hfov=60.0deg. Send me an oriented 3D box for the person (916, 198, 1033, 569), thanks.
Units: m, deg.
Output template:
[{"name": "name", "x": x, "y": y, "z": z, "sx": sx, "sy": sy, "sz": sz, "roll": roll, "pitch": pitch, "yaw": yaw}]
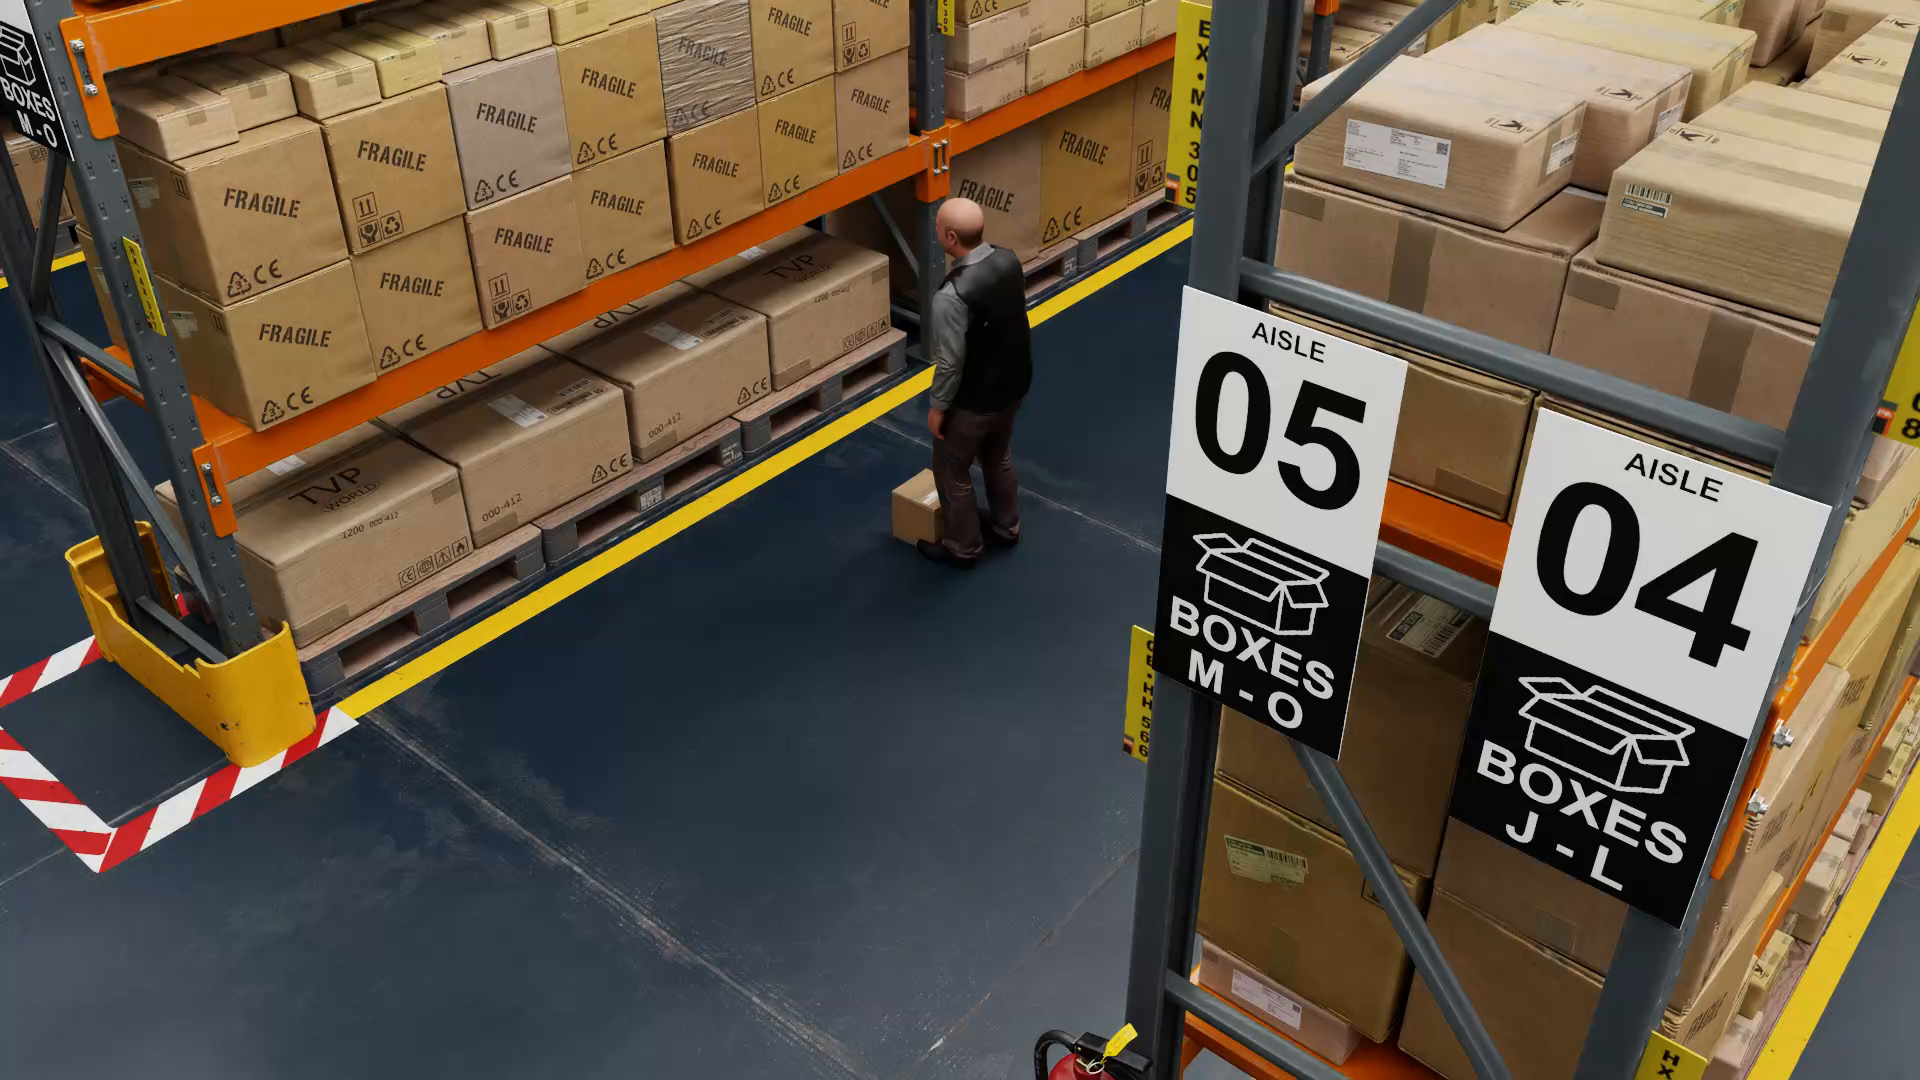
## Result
[{"name": "person", "x": 0.059, "y": -0.641, "z": 7.089, "sx": 0.474, "sy": 1.720, "sz": 0.593, "roll": 23, "pitch": 41, "yaw": 29}]
